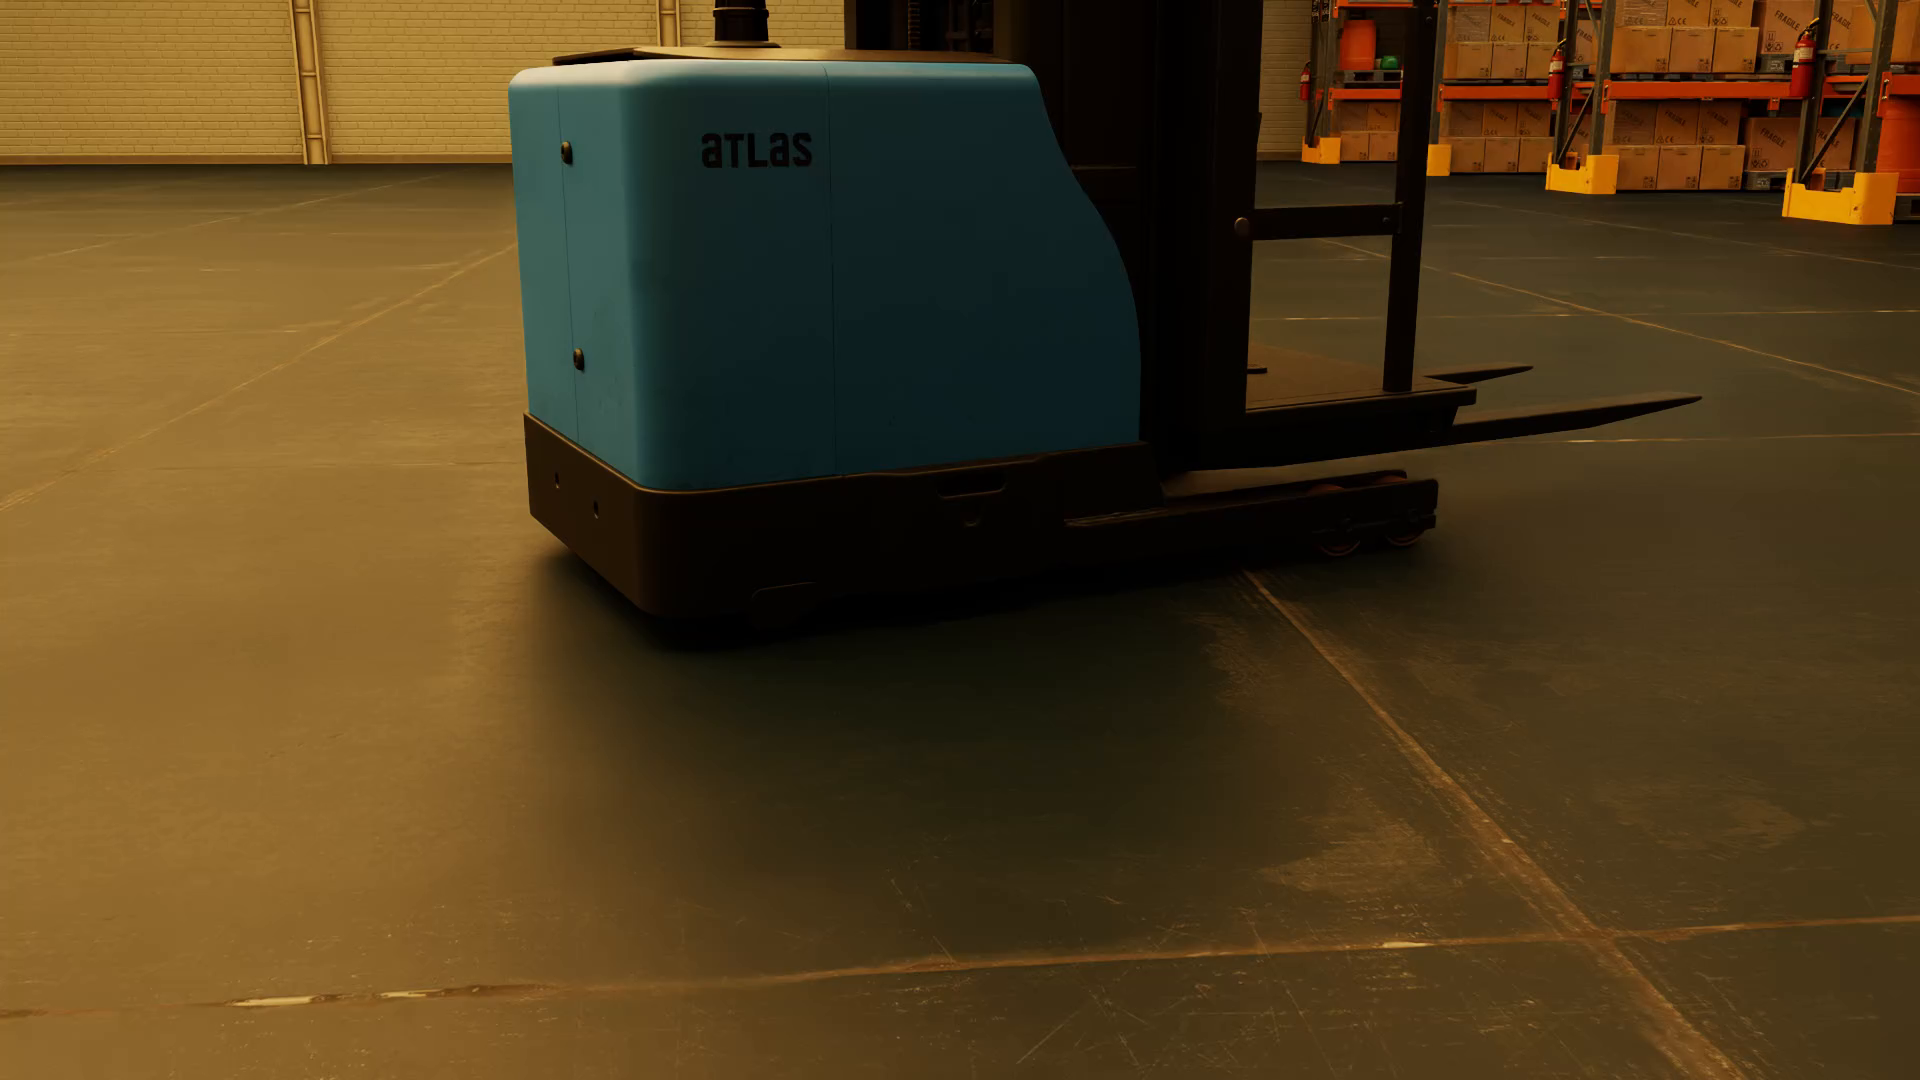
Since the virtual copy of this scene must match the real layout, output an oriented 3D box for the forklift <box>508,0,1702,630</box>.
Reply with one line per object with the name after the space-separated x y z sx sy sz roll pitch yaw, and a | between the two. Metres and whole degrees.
0.538 -1.490 3.837 3.031 2.935 1.130 -8 17 -27 | forklift
